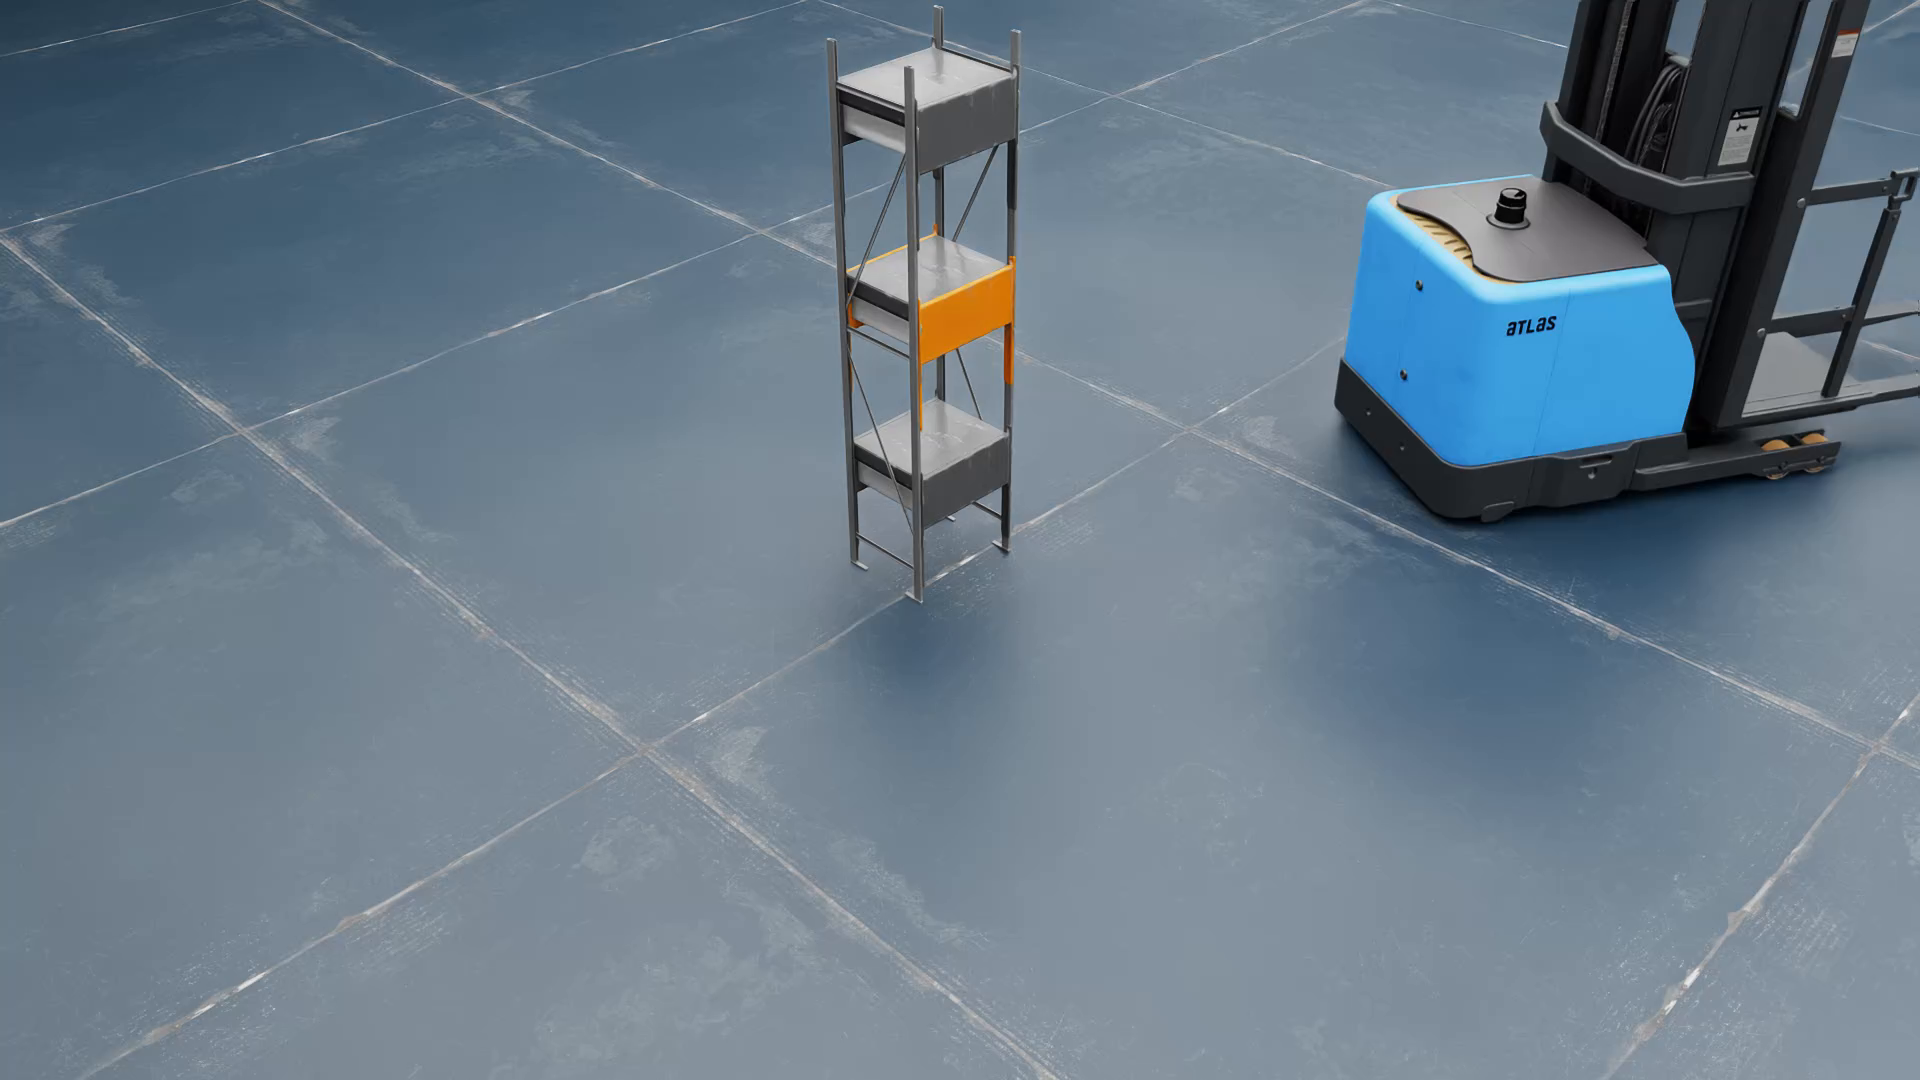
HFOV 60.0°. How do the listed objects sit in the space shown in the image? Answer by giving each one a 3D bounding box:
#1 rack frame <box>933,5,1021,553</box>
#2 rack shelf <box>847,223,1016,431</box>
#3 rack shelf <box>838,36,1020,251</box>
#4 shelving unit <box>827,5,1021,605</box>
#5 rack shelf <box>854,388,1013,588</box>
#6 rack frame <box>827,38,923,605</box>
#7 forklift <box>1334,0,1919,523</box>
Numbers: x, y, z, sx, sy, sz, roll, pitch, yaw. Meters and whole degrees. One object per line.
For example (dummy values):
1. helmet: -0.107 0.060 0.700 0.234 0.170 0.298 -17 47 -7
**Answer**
1. rack frame: 0.055 -0.893 6.195 0.400 2.100 0.015 30 45 35
2. rack shelf: -0.117 -0.783 6.061 0.431 0.518 0.480 30 45 35
3. rack shelf: -0.117 -1.357 5.660 0.431 0.518 0.480 30 45 35
4. shelving unit: -0.117 -0.794 6.053 0.431 2.100 0.503 30 45 35
5. rack shelf: -0.117 -0.209 6.461 0.431 0.518 0.480 30 45 35
6. rack frame: -0.289 -0.695 5.911 0.400 2.100 0.015 30 45 35
7. forklift: 3.263 -1.743 6.687 3.031 2.935 1.130 -9 36 -13
